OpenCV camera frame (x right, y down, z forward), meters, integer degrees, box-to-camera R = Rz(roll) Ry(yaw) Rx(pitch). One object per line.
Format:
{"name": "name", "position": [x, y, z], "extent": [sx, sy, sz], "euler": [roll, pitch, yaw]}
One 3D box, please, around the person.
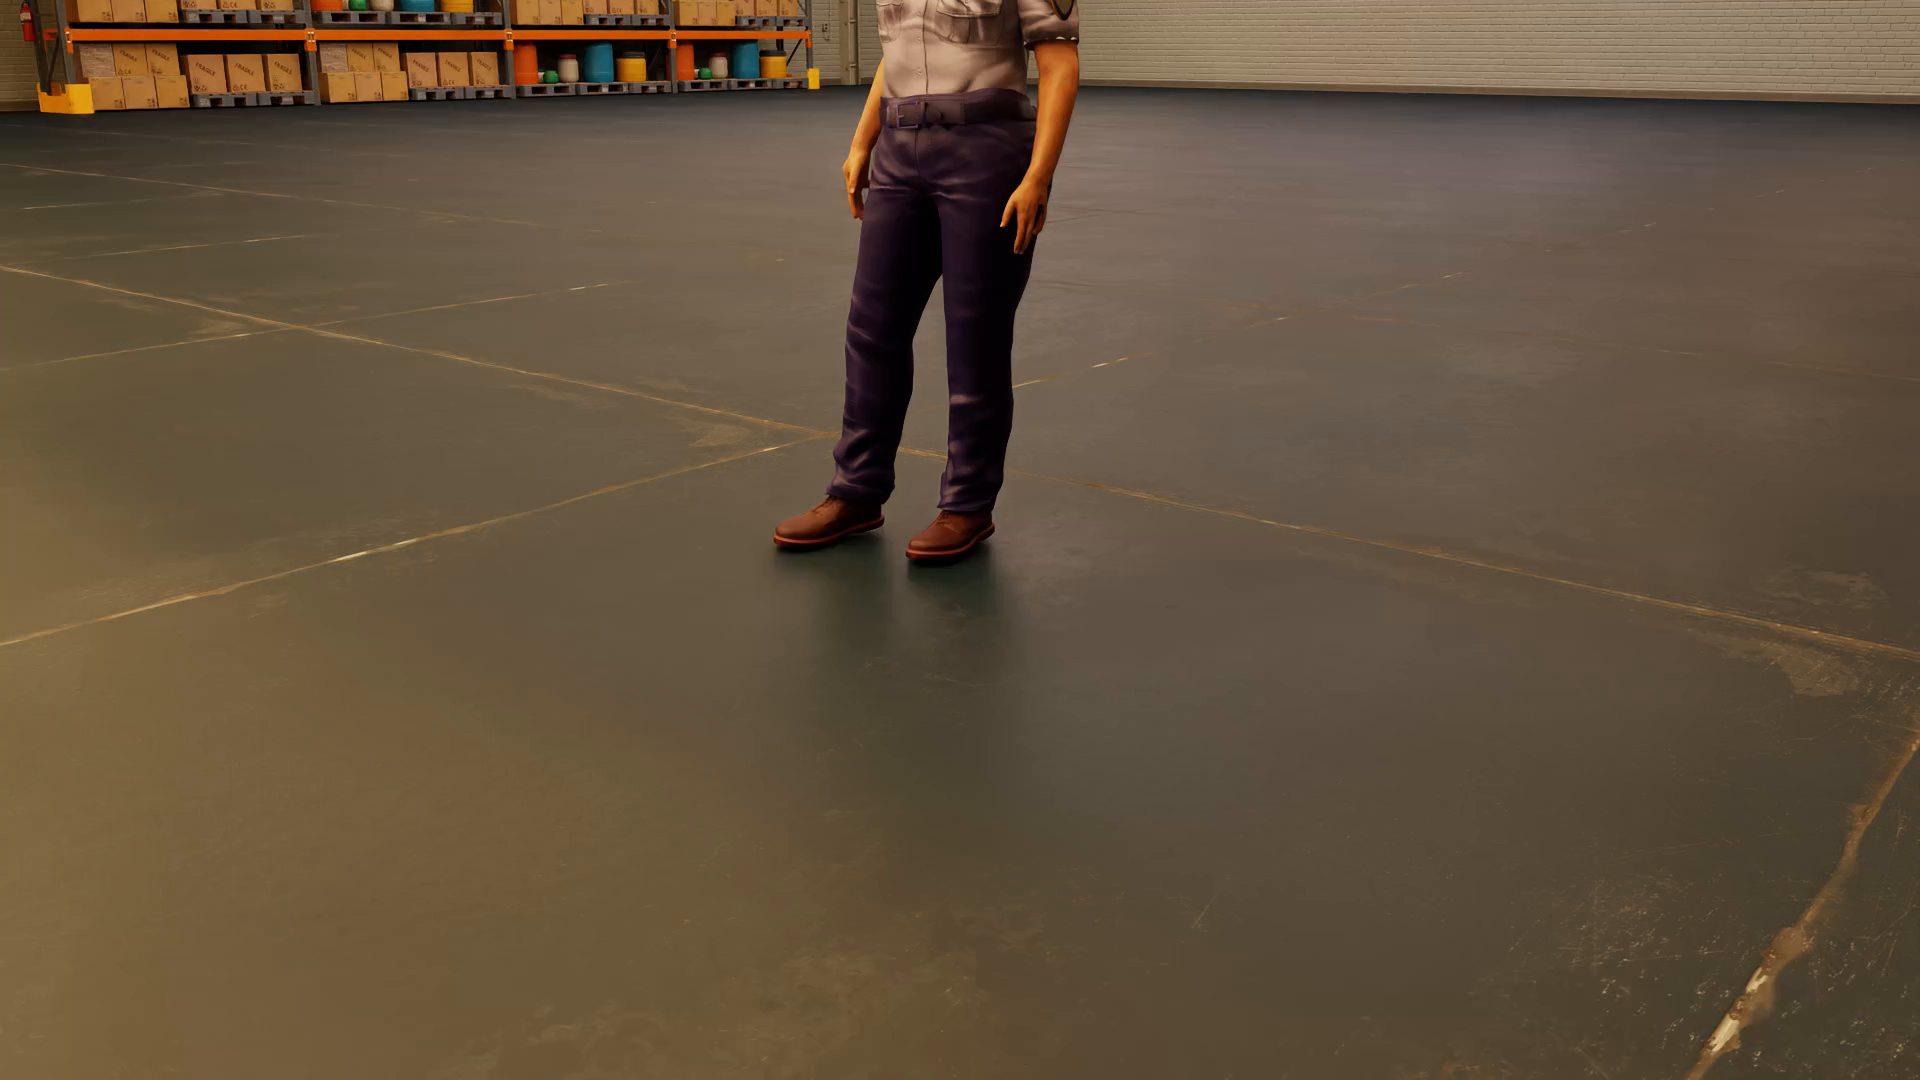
{"name": "person", "position": [-0.075, -0.774, 3.650], "extent": [0.598, 1.641, 0.502], "euler": [13, 21, 37]}
